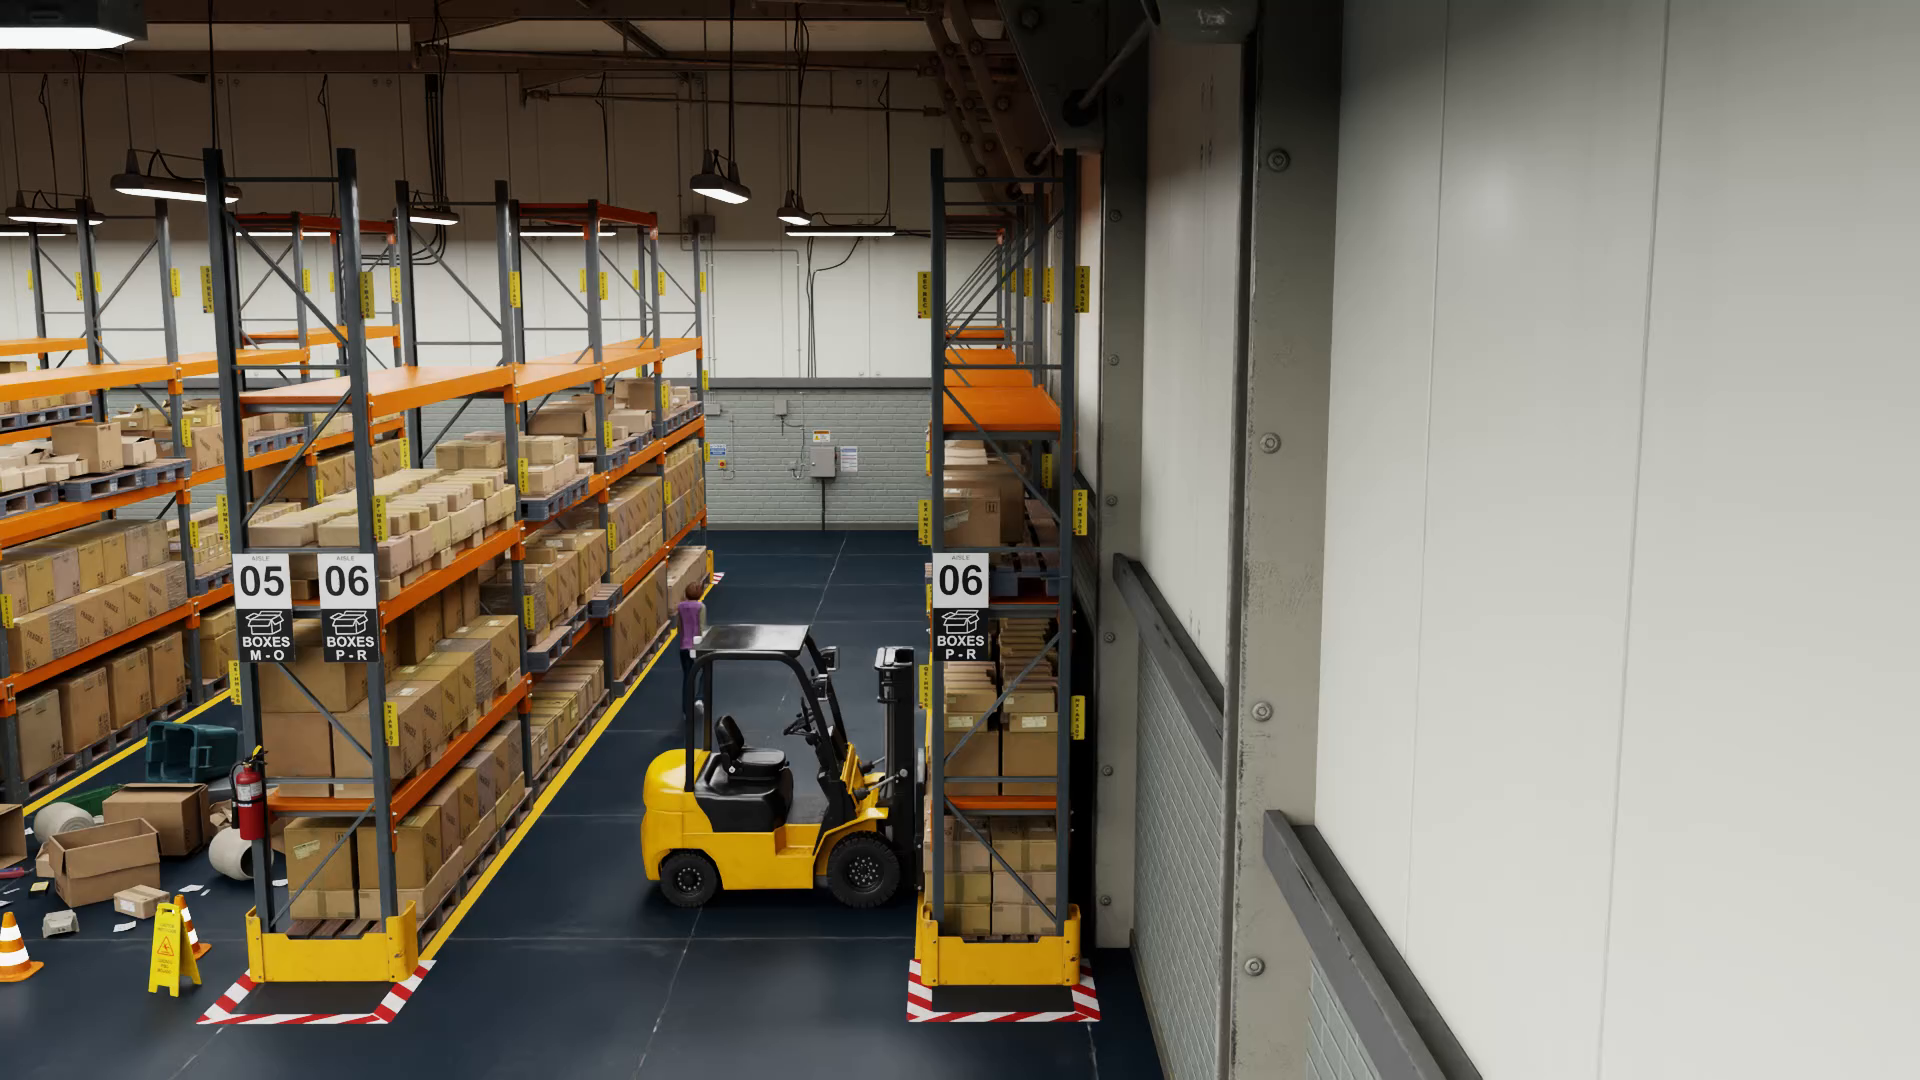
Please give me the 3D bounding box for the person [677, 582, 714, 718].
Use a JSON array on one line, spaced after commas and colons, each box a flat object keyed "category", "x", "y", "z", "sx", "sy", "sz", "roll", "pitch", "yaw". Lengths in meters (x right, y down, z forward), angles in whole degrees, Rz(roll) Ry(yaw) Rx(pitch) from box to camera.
[{"category": "person", "x": -3.120, "y": 1.284, "z": 19.443, "sx": 0.413, "sy": 1.596, "sz": 0.594, "roll": 1, "pitch": 9, "yaw": 4}]
